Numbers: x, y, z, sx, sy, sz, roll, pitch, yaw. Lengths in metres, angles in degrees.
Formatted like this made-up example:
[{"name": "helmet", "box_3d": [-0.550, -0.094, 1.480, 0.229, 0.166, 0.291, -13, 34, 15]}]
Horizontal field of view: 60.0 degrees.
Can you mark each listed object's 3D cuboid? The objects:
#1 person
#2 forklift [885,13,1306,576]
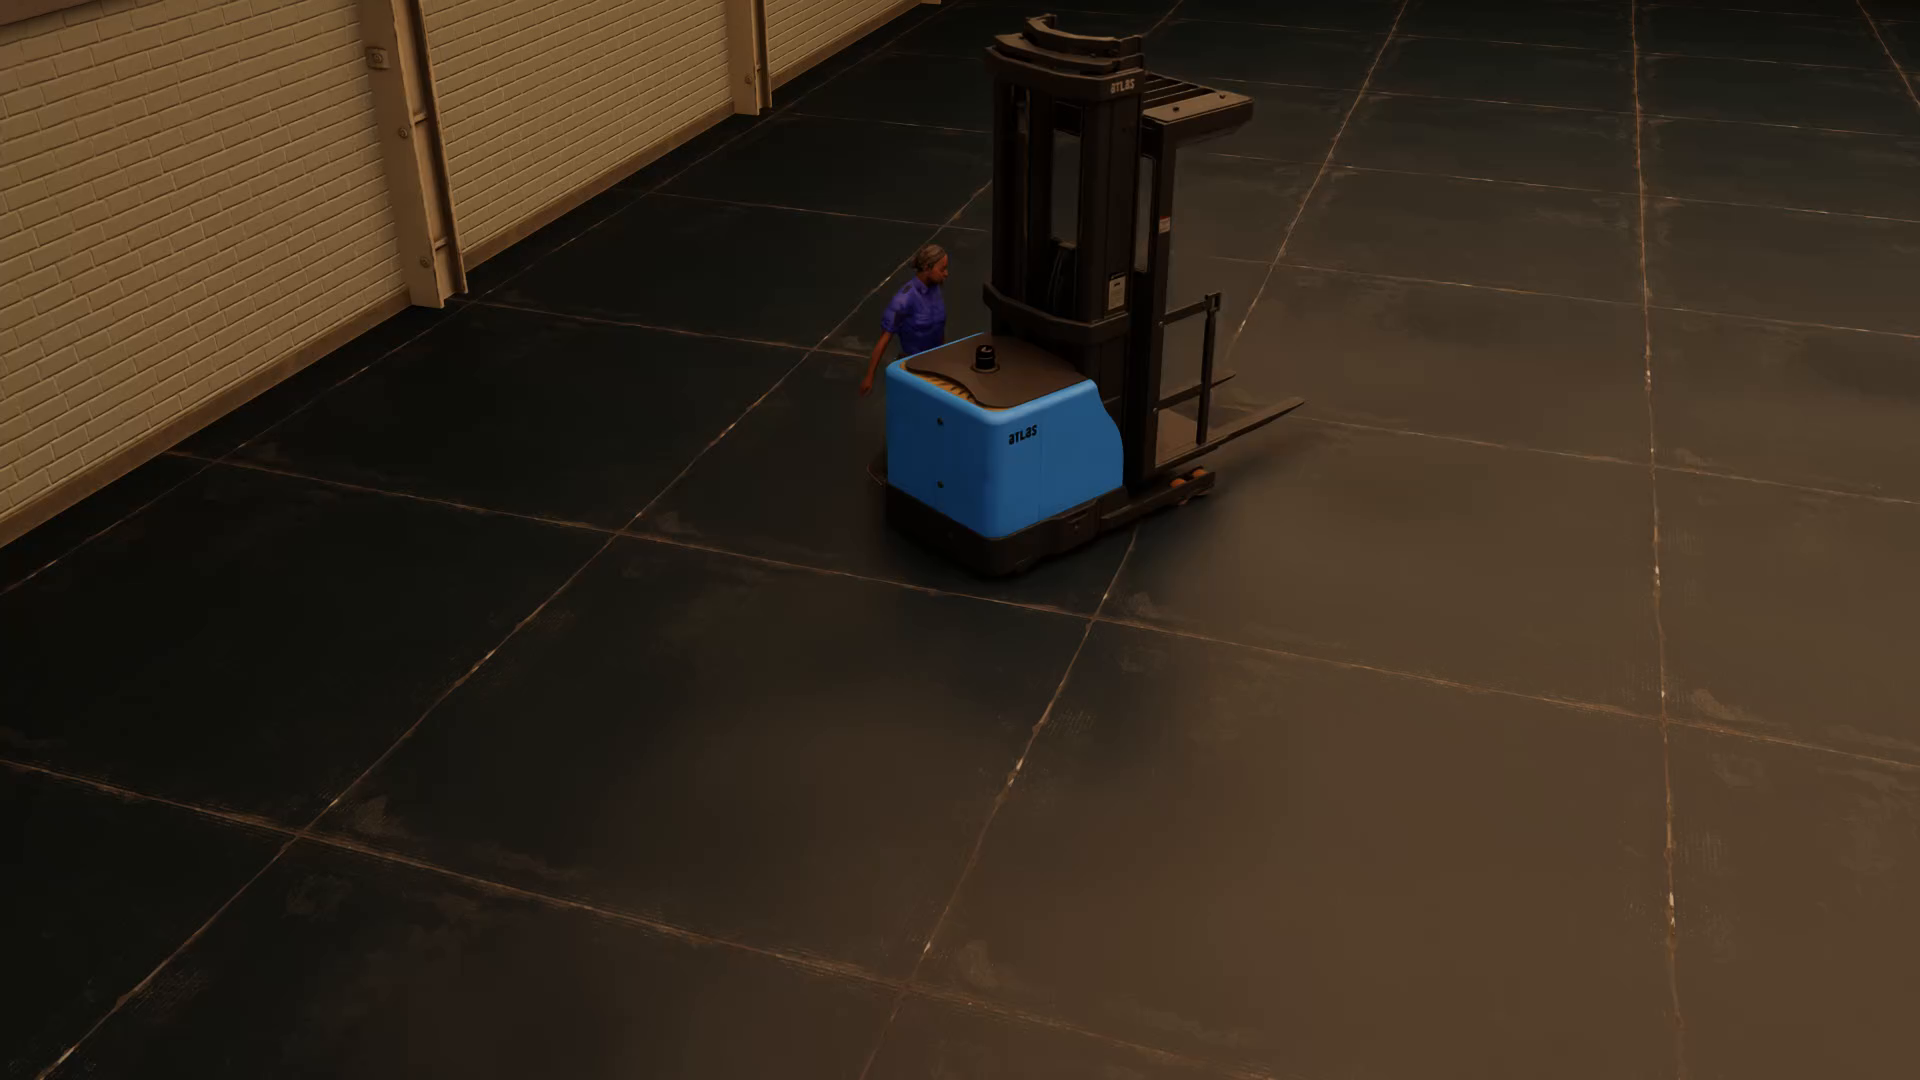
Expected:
[{"name": "person", "box_3d": [-0.317, -1.073, 10.416, 0.472, 1.614, 0.818, 22, 36, 34]}, {"name": "forklift", "box_3d": [0.990, -1.669, 10.064, 3.031, 2.935, 1.130, -23, 37, -35]}]
